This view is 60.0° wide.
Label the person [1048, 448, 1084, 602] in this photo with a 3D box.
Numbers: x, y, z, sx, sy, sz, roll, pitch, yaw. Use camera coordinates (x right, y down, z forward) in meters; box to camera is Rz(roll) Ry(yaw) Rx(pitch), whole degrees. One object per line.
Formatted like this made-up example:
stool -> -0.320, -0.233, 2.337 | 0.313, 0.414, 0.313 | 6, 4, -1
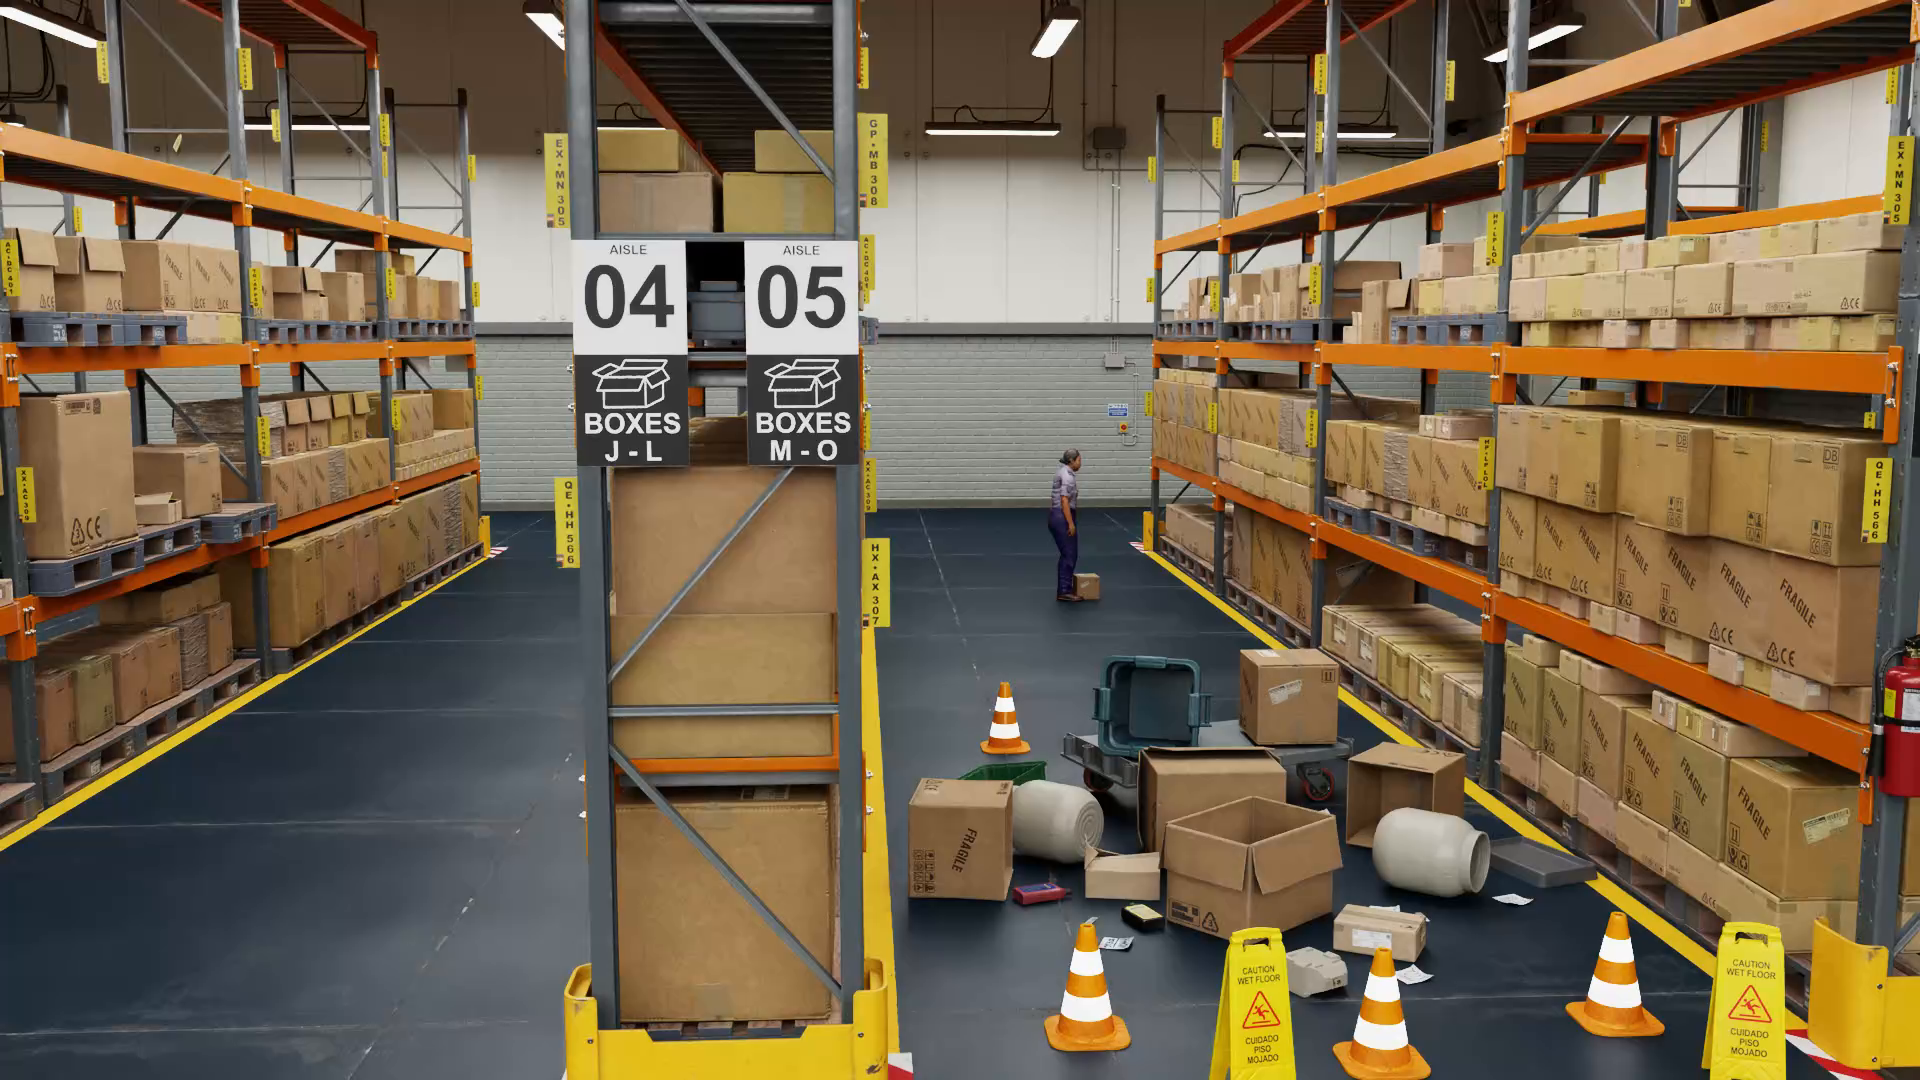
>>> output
person -> 1.179, -0.179, 18.245 | 0.414, 1.651, 0.545 | -1, 7, -4
